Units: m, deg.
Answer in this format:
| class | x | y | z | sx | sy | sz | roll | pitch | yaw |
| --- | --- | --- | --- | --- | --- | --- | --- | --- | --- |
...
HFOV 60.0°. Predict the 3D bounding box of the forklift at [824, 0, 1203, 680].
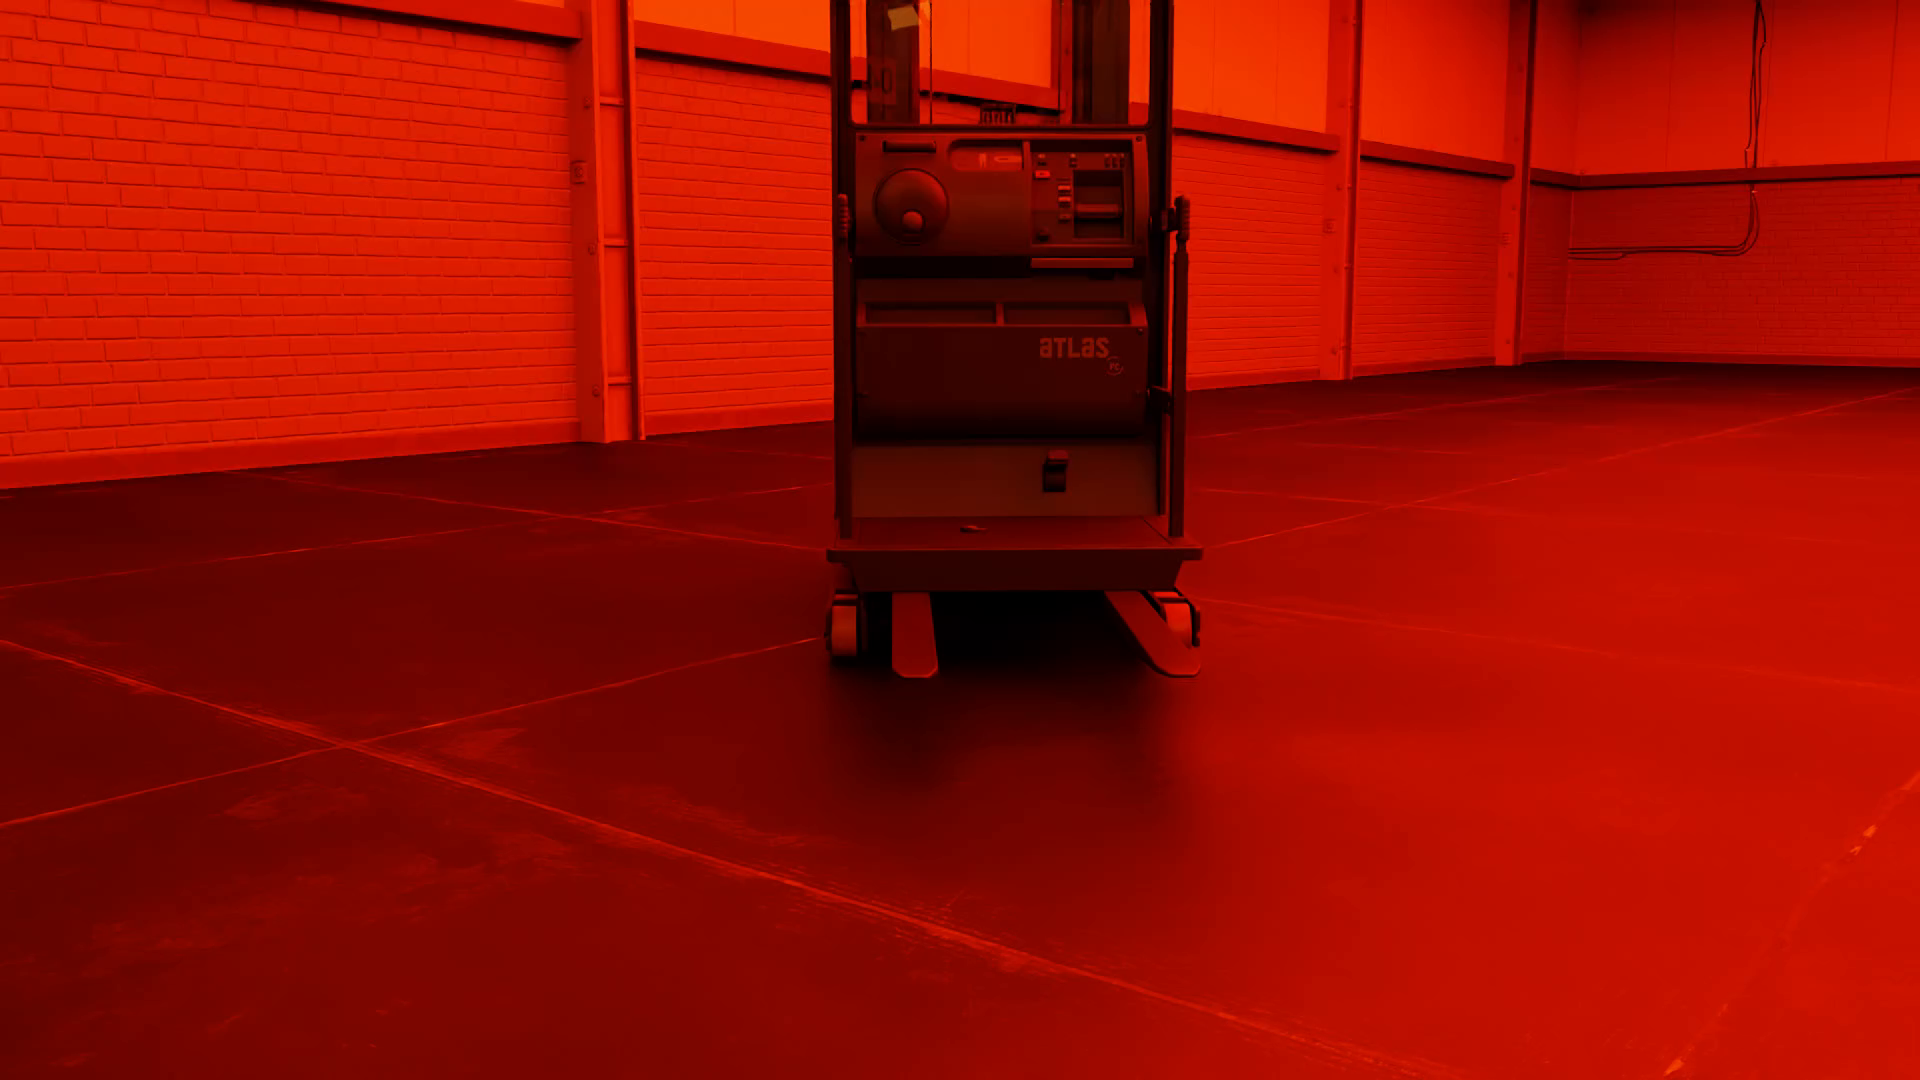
| class | x | y | z | sx | sy | sz | roll | pitch | yaw |
| --- | --- | --- | --- | --- | --- | --- | --- | --- | --- |
| forklift | 0.143 | -1.141 | 5.078 | 1.130 | 2.935 | 3.031 | 0 | 8 | -2 |
